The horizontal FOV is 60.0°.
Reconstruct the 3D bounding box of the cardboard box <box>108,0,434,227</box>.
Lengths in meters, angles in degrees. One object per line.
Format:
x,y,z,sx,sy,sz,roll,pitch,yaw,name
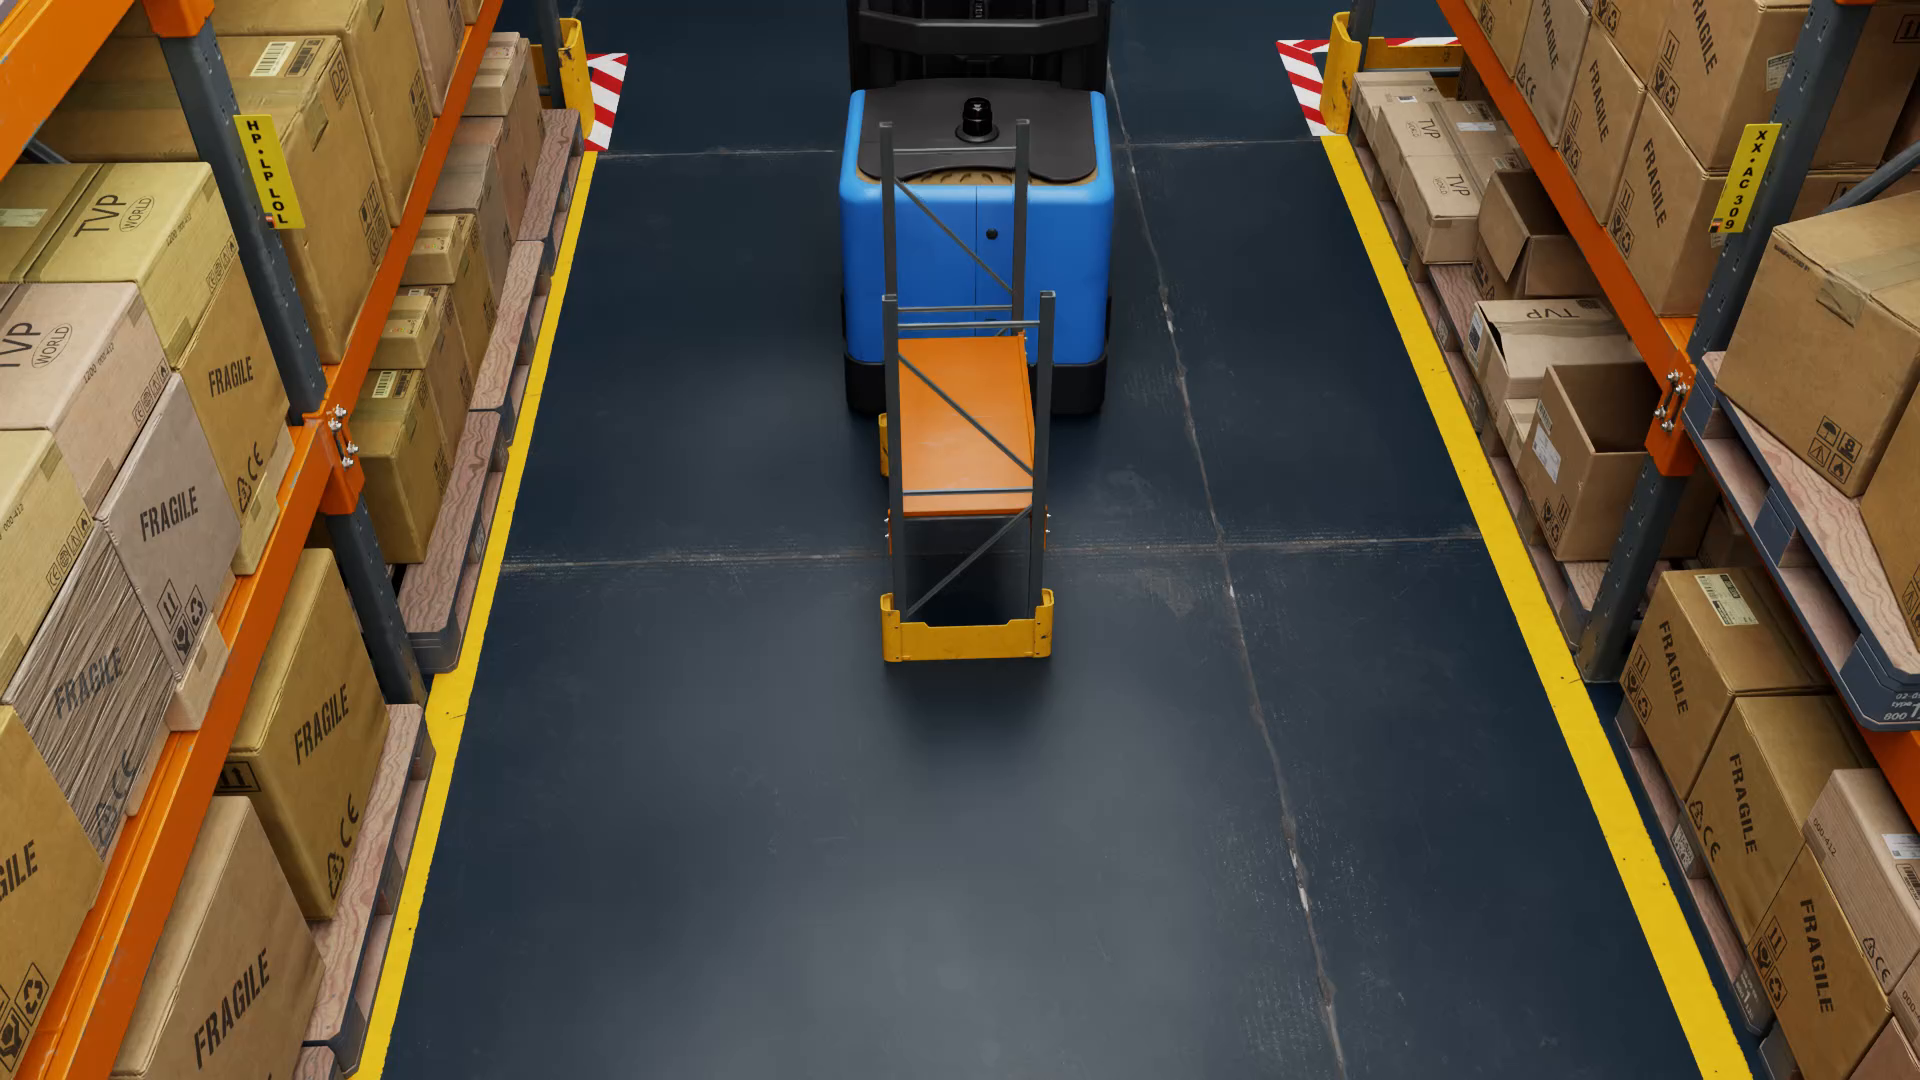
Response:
-2.343,-1.489,5.433,0.980,0.700,0.700,-3,43,-3,cardboard box

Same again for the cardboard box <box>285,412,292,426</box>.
-2.432,-0.396,5.521,0.380,0.149,0.250,-2,43,-2,cardboard box

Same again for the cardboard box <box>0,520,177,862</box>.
-1.995,0.315,3.378,0.500,0.500,0.500,-2,43,-2,cardboard box

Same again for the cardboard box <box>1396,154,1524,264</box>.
2.251,-1.462,7.335,0.500,0.250,0.500,-2,43,-2,cardboard box

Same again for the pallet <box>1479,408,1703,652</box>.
2.610,-0.099,6.202,1.003,0.211,1.213,-2,43,-2,pallet

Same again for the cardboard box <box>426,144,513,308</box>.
-2.307,-1.306,6.994,0.700,0.500,0.500,-3,43,-3,cardboard box

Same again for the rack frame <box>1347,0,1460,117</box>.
2.469,-3.364,7.700,1.000,3.000,0.127,-2,43,-2,rack frame

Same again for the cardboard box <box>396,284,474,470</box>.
-2.258,-0.599,6.223,0.700,0.500,0.500,-2,43,-2,cardboard box

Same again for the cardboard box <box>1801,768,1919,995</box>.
2.458,0.828,4.096,0.500,0.250,0.500,-2,43,-2,cardboard box

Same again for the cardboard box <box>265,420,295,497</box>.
-2.013,-0.214,4.434,0.380,0.149,0.250,-1,43,-1,cardboard box

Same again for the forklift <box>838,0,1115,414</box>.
0.080,-2.561,6.875,1.130,2.935,3.031,1,43,1,forklift

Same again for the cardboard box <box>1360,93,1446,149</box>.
2.154,-2.021,8.006,0.380,0.166,0.250,-2,43,-2,cardboard box

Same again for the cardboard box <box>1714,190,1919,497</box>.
2.435,-0.529,4.223,0.700,0.500,0.500,-15,45,-16,cardboard box

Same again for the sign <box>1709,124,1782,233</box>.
2.097,-0.962,4.439,0.100,0.325,0.005,-2,43,-2,sign

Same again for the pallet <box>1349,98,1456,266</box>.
2.507,-1.747,8.000,1.003,0.211,1.213,-2,43,-2,pallet

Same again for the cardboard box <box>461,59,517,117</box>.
-2.152,-1.968,7.236,0.380,0.149,0.250,-1,43,-1,cardboard box

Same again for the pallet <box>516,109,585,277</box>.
-2.368,-1.654,7.898,1.003,0.211,1.213,-2,43,-2,pallet

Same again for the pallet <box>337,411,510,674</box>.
-2.265,-0.007,6.101,1.003,0.211,1.213,-2,43,-2,pallet

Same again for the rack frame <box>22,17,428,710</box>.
-2.310,-0.519,4.596,1.000,3.000,0.127,-2,43,-2,rack frame

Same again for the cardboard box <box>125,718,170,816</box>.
-1.999,0.476,3.682,0.380,0.149,0.250,-2,43,-2,cardboard box

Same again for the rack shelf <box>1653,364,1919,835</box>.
2.724,0.952,3.524,1.077,0.370,4.000,-2,43,-2,rack shelf

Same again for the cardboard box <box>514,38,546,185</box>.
-2.351,-1.983,7.733,0.700,0.500,0.500,-2,43,-2,cardboard box

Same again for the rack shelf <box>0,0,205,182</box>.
-2.226,-0.009,2.353,1.077,0.370,4.000,-2,43,-2,rack shelf

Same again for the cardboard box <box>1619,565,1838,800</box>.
2.416,0.429,5.086,0.500,0.500,0.500,-3,43,-4,cardboard box

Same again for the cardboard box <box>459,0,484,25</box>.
-2.407,-2.495,6.530,0.980,0.700,0.700,-2,43,-2,cardboard box

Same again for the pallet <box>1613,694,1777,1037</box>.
2.711,0.912,5.099,1.003,0.211,1.213,-2,43,-2,pallet

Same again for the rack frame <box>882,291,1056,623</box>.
0.025,-0.152,5.306,0.500,1.500,0.032,-2,43,-2,rack frame

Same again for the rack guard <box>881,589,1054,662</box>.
0.024,0.296,5.743,0.587,0.250,0.087,-2,43,-2,rack guard

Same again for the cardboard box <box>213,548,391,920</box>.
-2.153,0.554,4.706,0.750,0.750,0.750,-1,43,-1,cardboard box

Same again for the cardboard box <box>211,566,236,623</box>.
-2.013,0.132,4.057,0.380,0.149,0.250,0,43,0,cardboard box

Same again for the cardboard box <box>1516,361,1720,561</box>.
2.331,-0.281,5.861,0.500,0.500,0.500,-2,43,-2,cardboard box

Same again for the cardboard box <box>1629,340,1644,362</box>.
2.790,-0.655,6.516,0.380,0.166,0.250,-2,43,-2,cardboard box

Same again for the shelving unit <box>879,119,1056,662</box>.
0.003,-0.501,5.687,0.587,1.500,1.083,-2,43,-2,shelving unit

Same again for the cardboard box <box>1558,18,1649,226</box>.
2.338,-1.379,5.460,0.500,0.500,0.500,-1,43,-1,cardboard box

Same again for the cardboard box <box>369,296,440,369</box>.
-2.072,-0.736,5.892,0.380,0.149,0.250,0,43,0,cardboard box

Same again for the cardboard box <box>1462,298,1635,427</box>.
2.299,-0.718,6.477,0.500,0.311,0.500,-2,43,-2,cardboard box

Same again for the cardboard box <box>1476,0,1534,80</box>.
2.289,-2.069,6.214,0.500,0.500,0.500,-1,43,-1,cardboard box

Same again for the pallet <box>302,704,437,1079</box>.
-2.202,1.028,4.973,1.003,0.211,1.213,-2,43,-2,pallet

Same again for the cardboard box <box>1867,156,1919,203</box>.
2.889,-1.053,5.104,0.500,0.500,0.500,-1,43,-1,cardboard box

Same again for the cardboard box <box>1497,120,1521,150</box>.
2.665,-1.846,7.815,0.380,0.166,0.250,-2,43,-2,cardboard box

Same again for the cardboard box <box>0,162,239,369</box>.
-2.035,-0.641,3.866,0.500,0.250,0.500,-1,43,-1,cardboard box

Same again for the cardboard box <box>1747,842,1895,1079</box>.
2.463,1.126,4.326,0.500,0.500,0.500,-1,43,-1,cardboard box

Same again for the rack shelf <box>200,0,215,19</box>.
-2.395,-2.710,5.299,1.077,0.370,4.000,-2,43,-2,rack shelf

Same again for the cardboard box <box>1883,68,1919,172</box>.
2.900,-1.395,4.738,0.500,0.500,0.500,-1,43,-1,cardboard box

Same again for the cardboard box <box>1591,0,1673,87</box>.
2.334,-1.749,5.124,0.500,0.500,0.500,-2,43,-3,cardboard box

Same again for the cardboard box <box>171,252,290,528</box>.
-2.039,-0.369,4.123,0.500,0.500,0.500,-2,43,-2,cardboard box

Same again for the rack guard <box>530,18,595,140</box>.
-2.481,-2.314,8.405,1.175,0.500,0.348,-2,43,-2,rack guard
